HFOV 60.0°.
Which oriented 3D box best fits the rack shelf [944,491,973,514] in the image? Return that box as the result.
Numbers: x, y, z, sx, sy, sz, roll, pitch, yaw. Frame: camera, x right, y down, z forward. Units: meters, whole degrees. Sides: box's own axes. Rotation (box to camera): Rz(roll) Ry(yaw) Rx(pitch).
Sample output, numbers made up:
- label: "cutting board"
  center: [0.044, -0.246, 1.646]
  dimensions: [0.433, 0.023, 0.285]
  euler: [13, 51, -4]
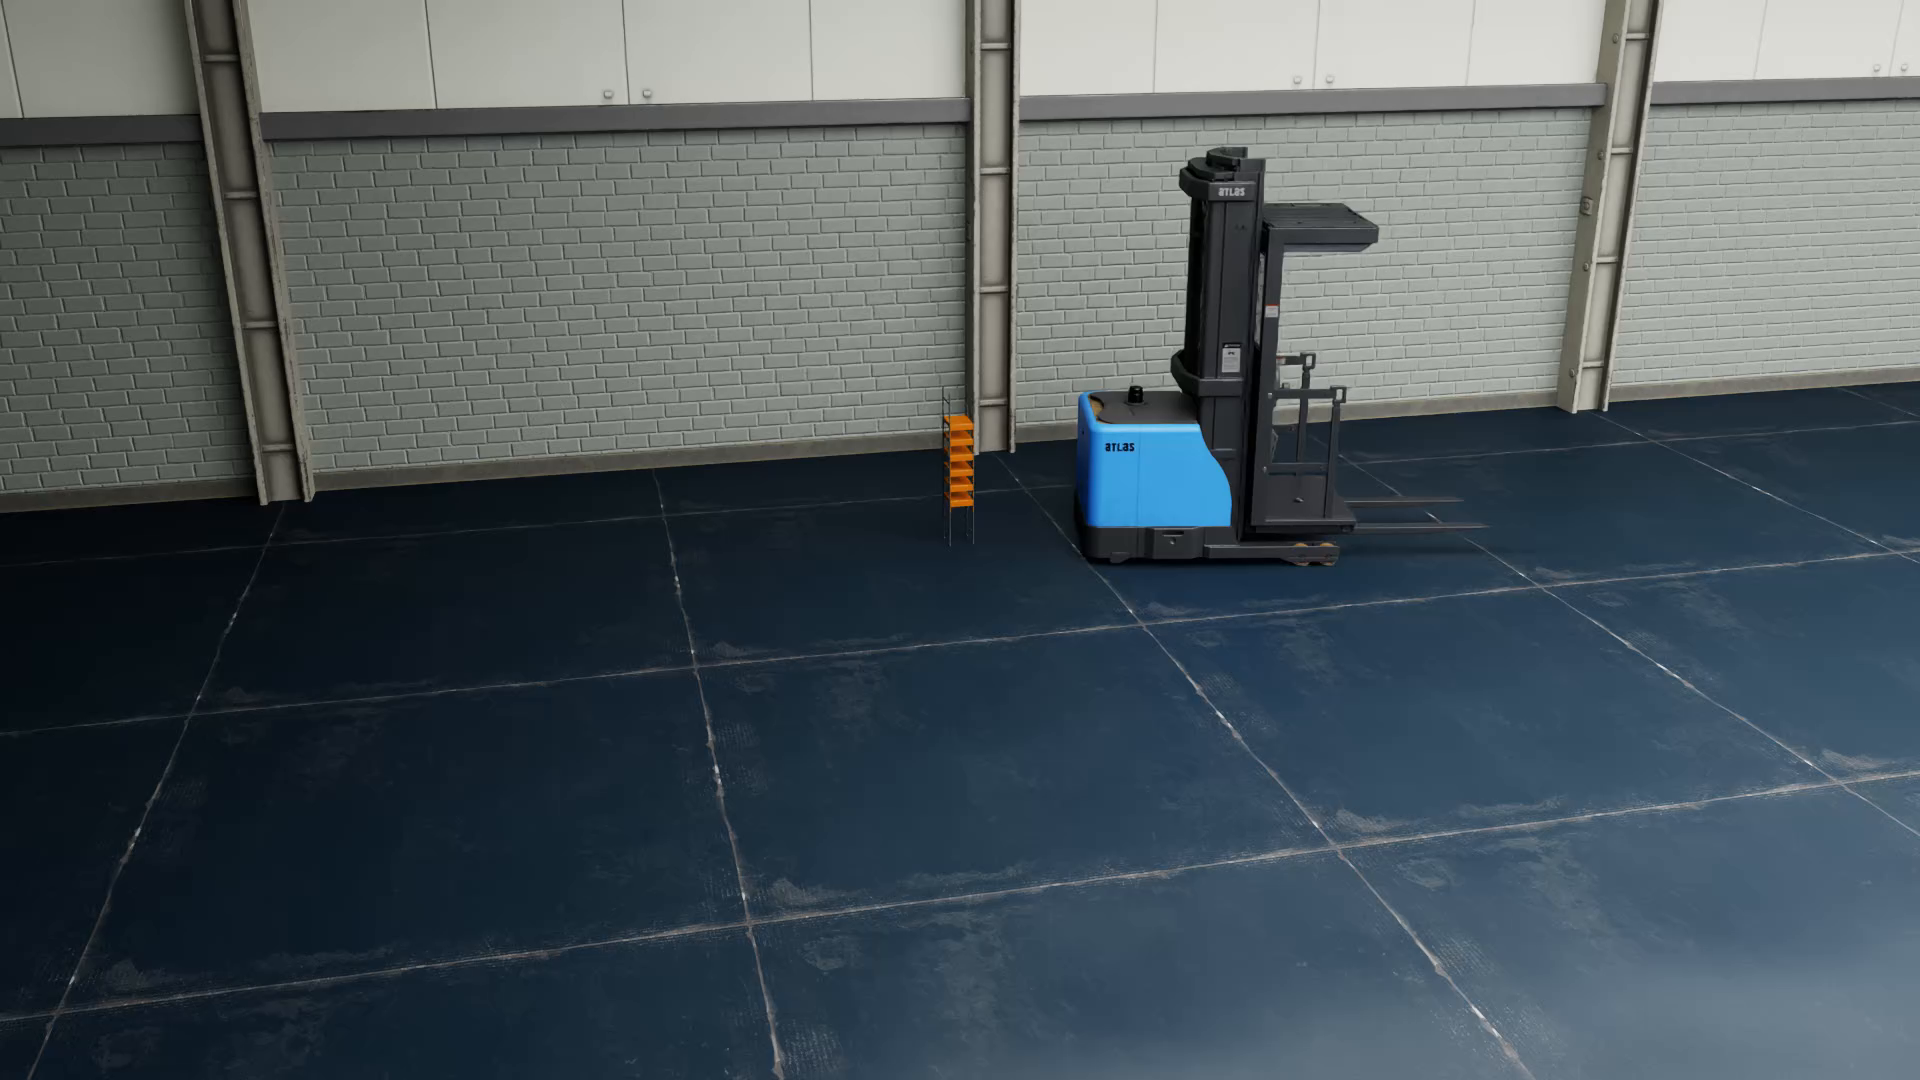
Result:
- label: "rack shelf"
  center: [-0.014, -0.295, 12.703]
  dimensions: [0.180, 0.103, 0.258]
  euler: [-5, 21, -12]

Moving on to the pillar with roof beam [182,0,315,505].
- label: "pillar with roof beam"
  center: [-4.576, -3.136, 8.293]
  dimensions: [0.400, 9.000, 9.100]
  euler: [-5, 21, -12]

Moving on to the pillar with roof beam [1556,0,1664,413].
- label: "pillar with roof beam"
  center: [7.102, -4.086, 10.886]
  dimensions: [0.400, 9.000, 9.100]
  euler: [-5, 21, -12]

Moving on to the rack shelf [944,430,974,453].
- label: "rack shelf"
  center: [-0.014, -0.746, 12.538]
  dimensions: [0.180, 0.103, 0.258]
  euler: [-5, 21, -12]

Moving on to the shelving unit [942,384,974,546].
- label: "shelving unit"
  center: [-0.014, -0.562, 12.605]
  dimensions: [0.189, 1.200, 0.258]
  euler: [-5, 21, -12]

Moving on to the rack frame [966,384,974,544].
- label: "rack frame"
  center: [0.075, -0.569, 12.625]
  dimensions: [0.006, 1.200, 0.240]
  euler: [-5, 21, -12]

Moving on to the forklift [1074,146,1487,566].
- label: "forklift"
  center: [2.422, -1.367, 12.286]
  dimensions: [3.031, 2.935, 1.130]
  euler: [0, 20, -1]

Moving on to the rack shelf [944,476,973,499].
- label: "rack shelf"
  center: [-0.014, -0.408, 12.662]
  dimensions: [0.180, 0.103, 0.258]
  euler: [-5, 21, -12]

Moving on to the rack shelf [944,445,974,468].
- label: "rack shelf"
  center: [-0.014, -0.633, 12.579]
  dimensions: [0.180, 0.103, 0.258]
  euler: [-5, 21, -12]

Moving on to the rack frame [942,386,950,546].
- label: "rack frame"
  center: [-0.103, -0.555, 12.585]
  dimensions: [0.006, 1.200, 0.240]
  euler: [-5, 21, -12]

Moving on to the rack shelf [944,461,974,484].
- label: "rack shelf"
  center: [-0.014, -0.521, 12.620]
  dimensions: [0.180, 0.103, 0.258]
  euler: [-5, 21, -12]

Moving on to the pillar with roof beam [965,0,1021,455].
- label: "pillar with roof beam"
  center: [1.263, -3.611, 9.590]
  dimensions: [0.400, 9.000, 9.100]
  euler: [-5, 21, -12]

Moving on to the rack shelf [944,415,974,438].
- label: "rack shelf"
  center: [-0.014, -0.859, 12.497]
  dimensions: [0.180, 0.103, 0.258]
  euler: [-5, 21, -12]
